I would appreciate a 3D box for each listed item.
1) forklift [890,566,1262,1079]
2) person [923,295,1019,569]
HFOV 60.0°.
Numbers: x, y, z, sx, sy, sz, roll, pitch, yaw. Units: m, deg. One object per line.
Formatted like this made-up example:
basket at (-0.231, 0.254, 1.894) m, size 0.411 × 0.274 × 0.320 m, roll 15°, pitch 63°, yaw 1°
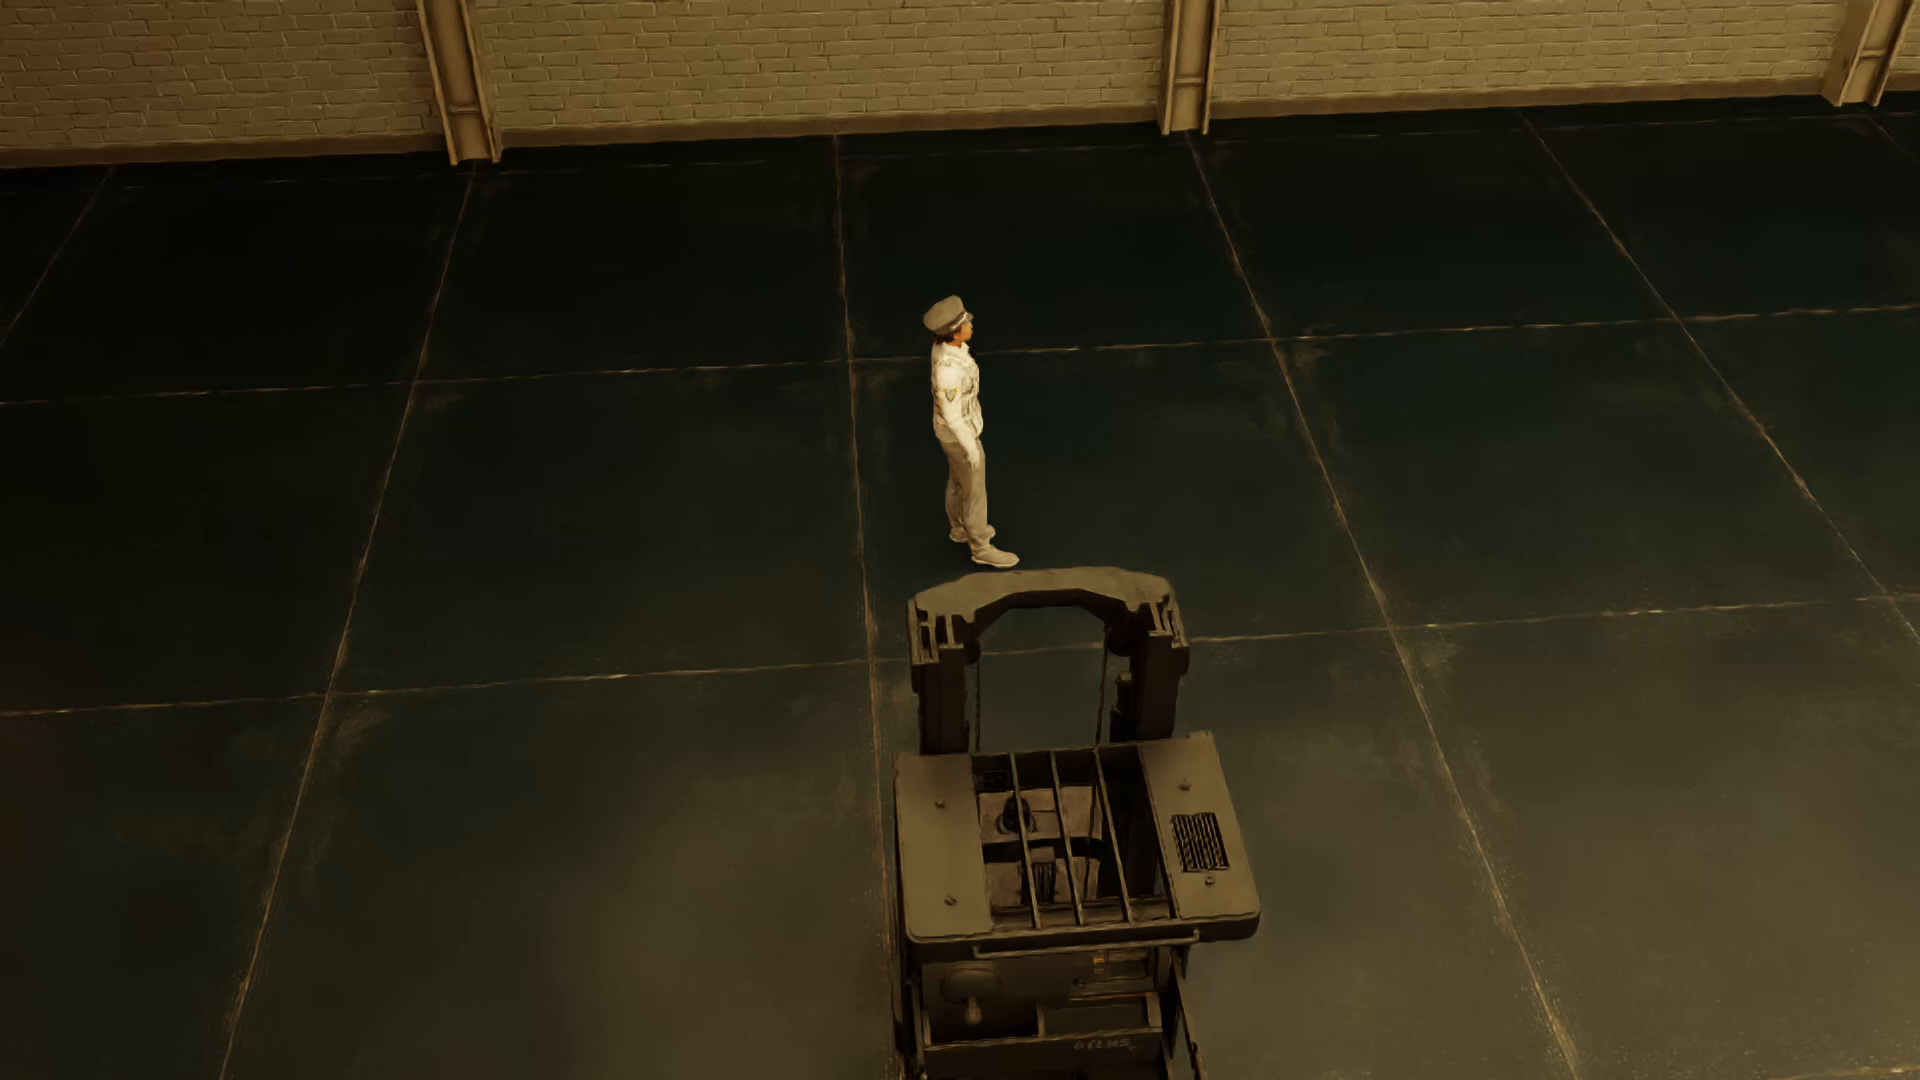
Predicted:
forklift at (0.340, 1.653, 6.005) m, size 1.130 × 2.935 × 3.031 m, roll -3°, pitch 41°, yaw -4°
person at (0.068, -0.649, 9.636) m, size 0.532 × 1.695 × 0.586 m, roll -3°, pitch 41°, yaw -4°
